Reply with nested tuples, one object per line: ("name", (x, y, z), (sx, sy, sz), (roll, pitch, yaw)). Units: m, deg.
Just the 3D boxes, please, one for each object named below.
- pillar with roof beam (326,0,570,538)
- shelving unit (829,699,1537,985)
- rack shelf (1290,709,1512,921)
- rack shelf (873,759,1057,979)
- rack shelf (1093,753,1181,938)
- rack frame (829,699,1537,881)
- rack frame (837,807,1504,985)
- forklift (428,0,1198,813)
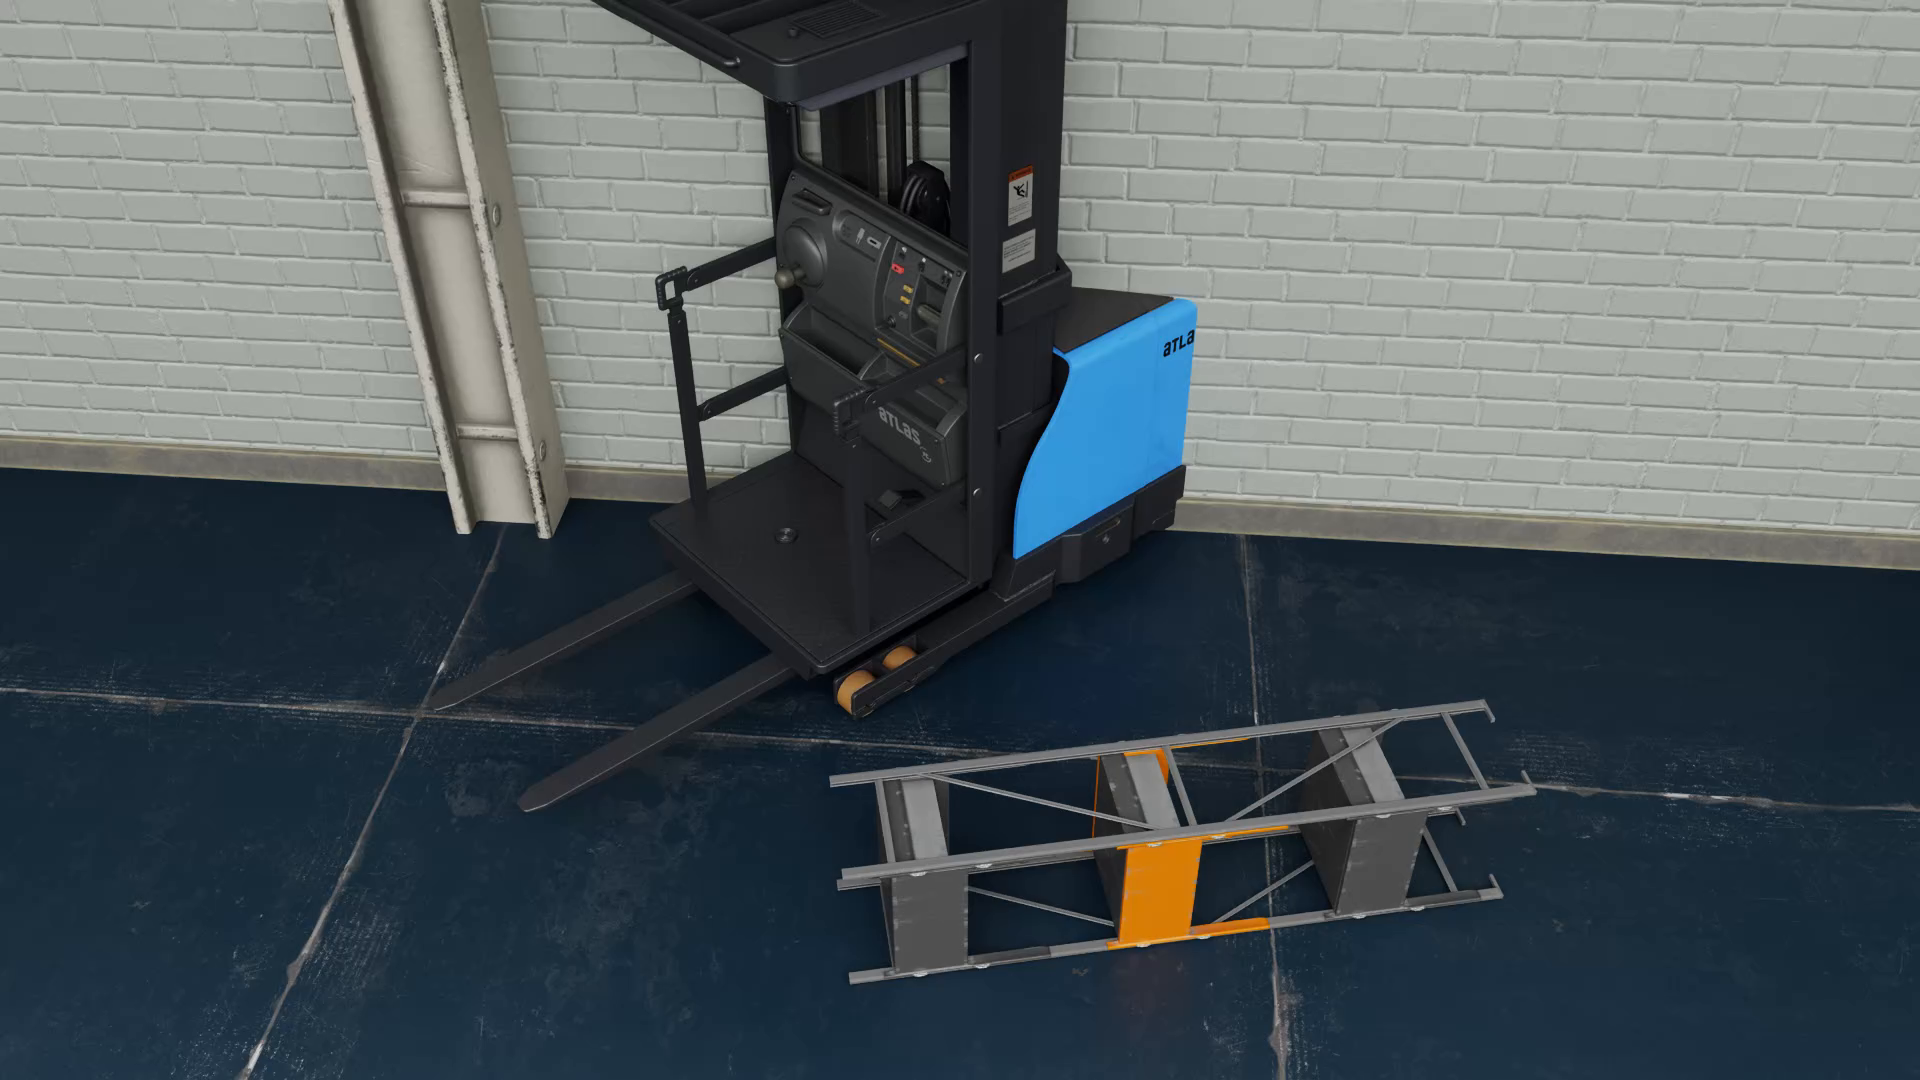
("pillar with roof beam", (-2.216, -0.897, 0.723), (0.400, 9.000, 9.100), (3, 39, 4))
("shelving unit", (0.670, 0.933, 5.195), (2.100, 0.503, 0.431), (-6, 39, -7))
("rack shelf", (1.375, 0.862, 5.282), (0.518, 0.480, 0.431), (-6, 39, -7))
("rack shelf", (-0.007, 1.001, 5.111), (0.518, 0.480, 0.431), (-6, 39, -7))
("rack shelf", (0.549, 0.945, 5.180), (0.174, 0.457, 0.368), (-6, 39, -7))
("rack frame", (0.670, 0.744, 5.041), (2.100, 0.015, 0.400), (-6, 39, -7))
("rack frame", (0.670, 1.122, 5.349), (2.100, 0.015, 0.400), (-6, 39, -7))
("forklift", (-0.470, -0.878, 5.507), (3.031, 2.935, 1.130), (-29, 47, -31))
